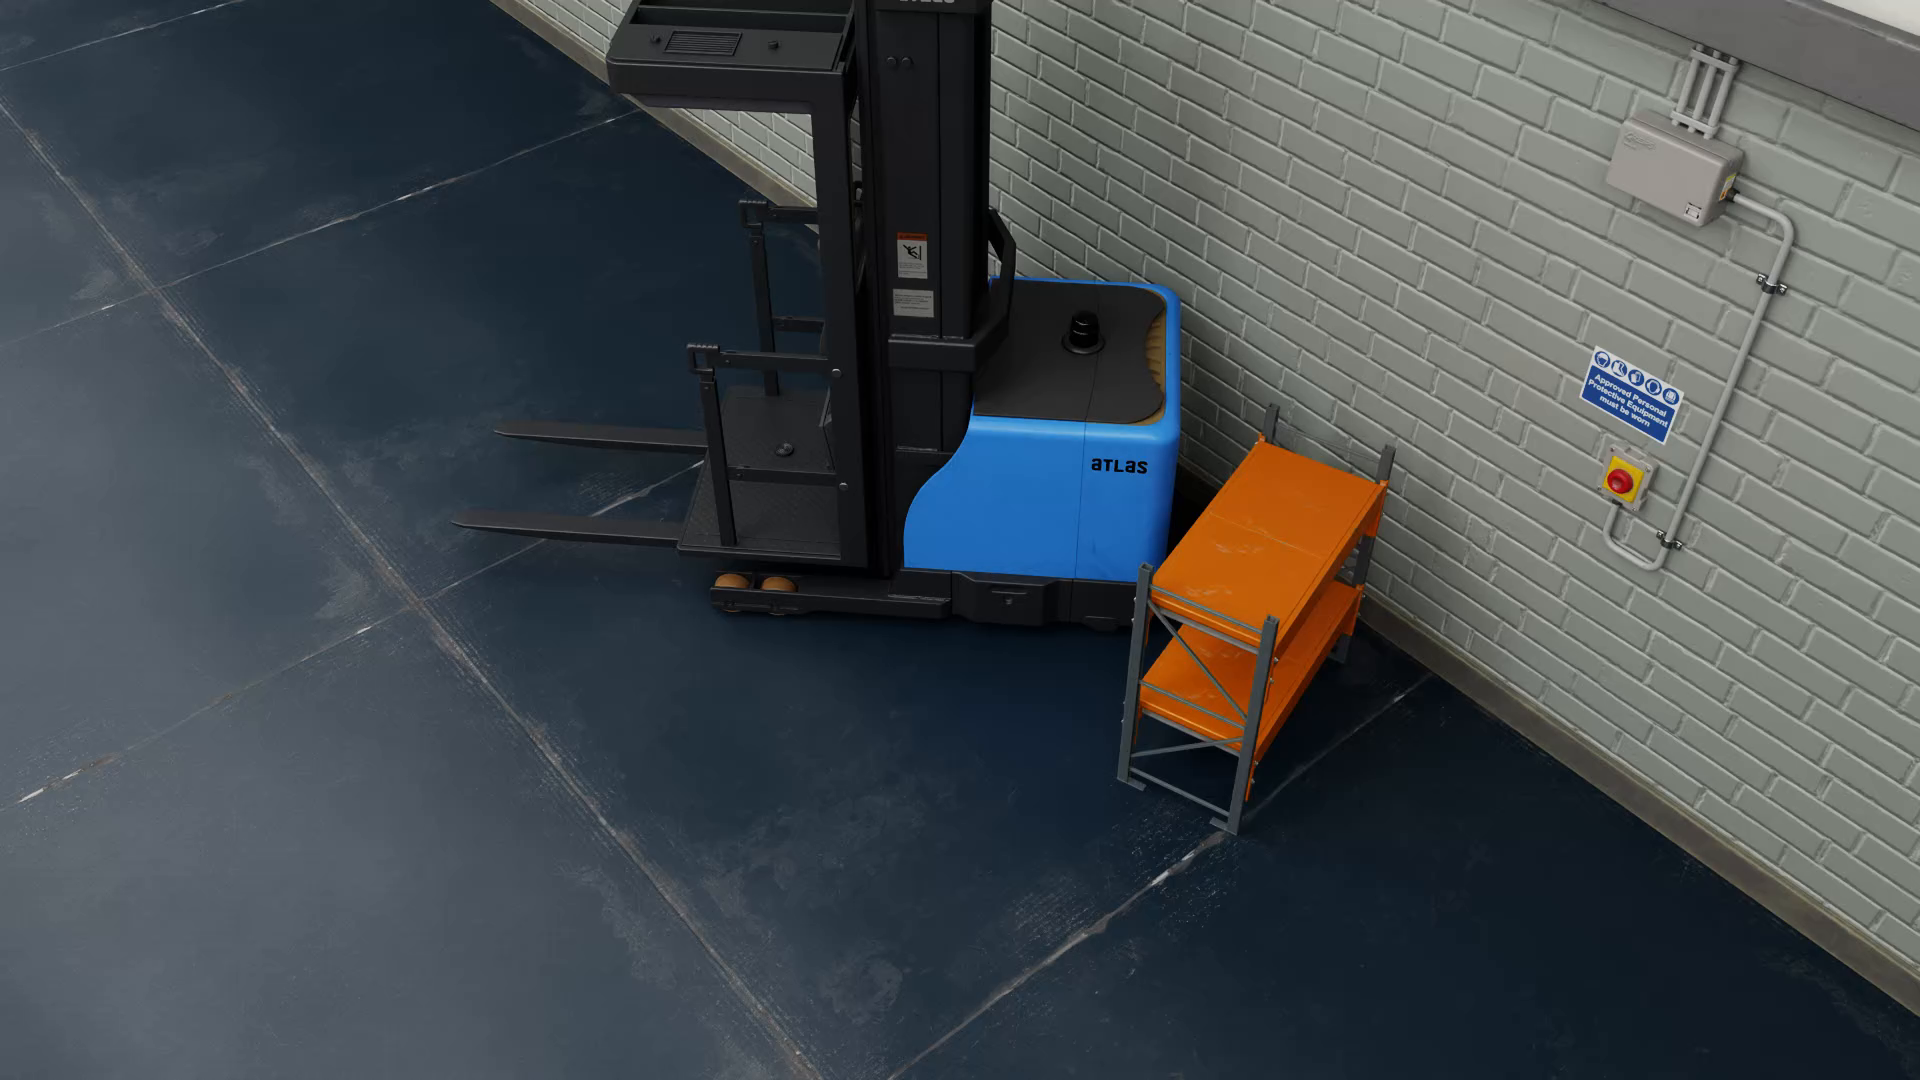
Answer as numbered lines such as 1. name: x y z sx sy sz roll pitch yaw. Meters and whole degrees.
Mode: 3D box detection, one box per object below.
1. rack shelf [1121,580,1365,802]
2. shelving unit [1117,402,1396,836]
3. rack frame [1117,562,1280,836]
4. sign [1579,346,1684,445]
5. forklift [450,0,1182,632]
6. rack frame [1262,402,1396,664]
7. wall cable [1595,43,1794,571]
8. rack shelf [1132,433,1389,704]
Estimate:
1. rack shelf: 1.089 0.467 6.342 0.538 0.278 1.000 23 48 23
2. shelving unit: 1.089 0.289 6.174 0.538 1.125 1.048 23 48 23
3. rack frame: 0.817 0.583 5.861 0.500 1.125 0.032 23 48 23
4. sign: 2.183 -0.472 5.418 0.001 0.218 0.327 -30 51 -28
5. forklift: -0.628 -1.110 6.344 3.031 2.935 1.130 4 43 4
6. rack frame: 1.360 -0.005 6.488 0.500 1.125 0.032 23 48 23
7. wall cable: 2.167 -0.703 5.096 0.123 1.953 0.585 -30 51 -28
8. rack shelf: 1.089 0.076 5.974 0.538 0.278 1.000 23 48 23
